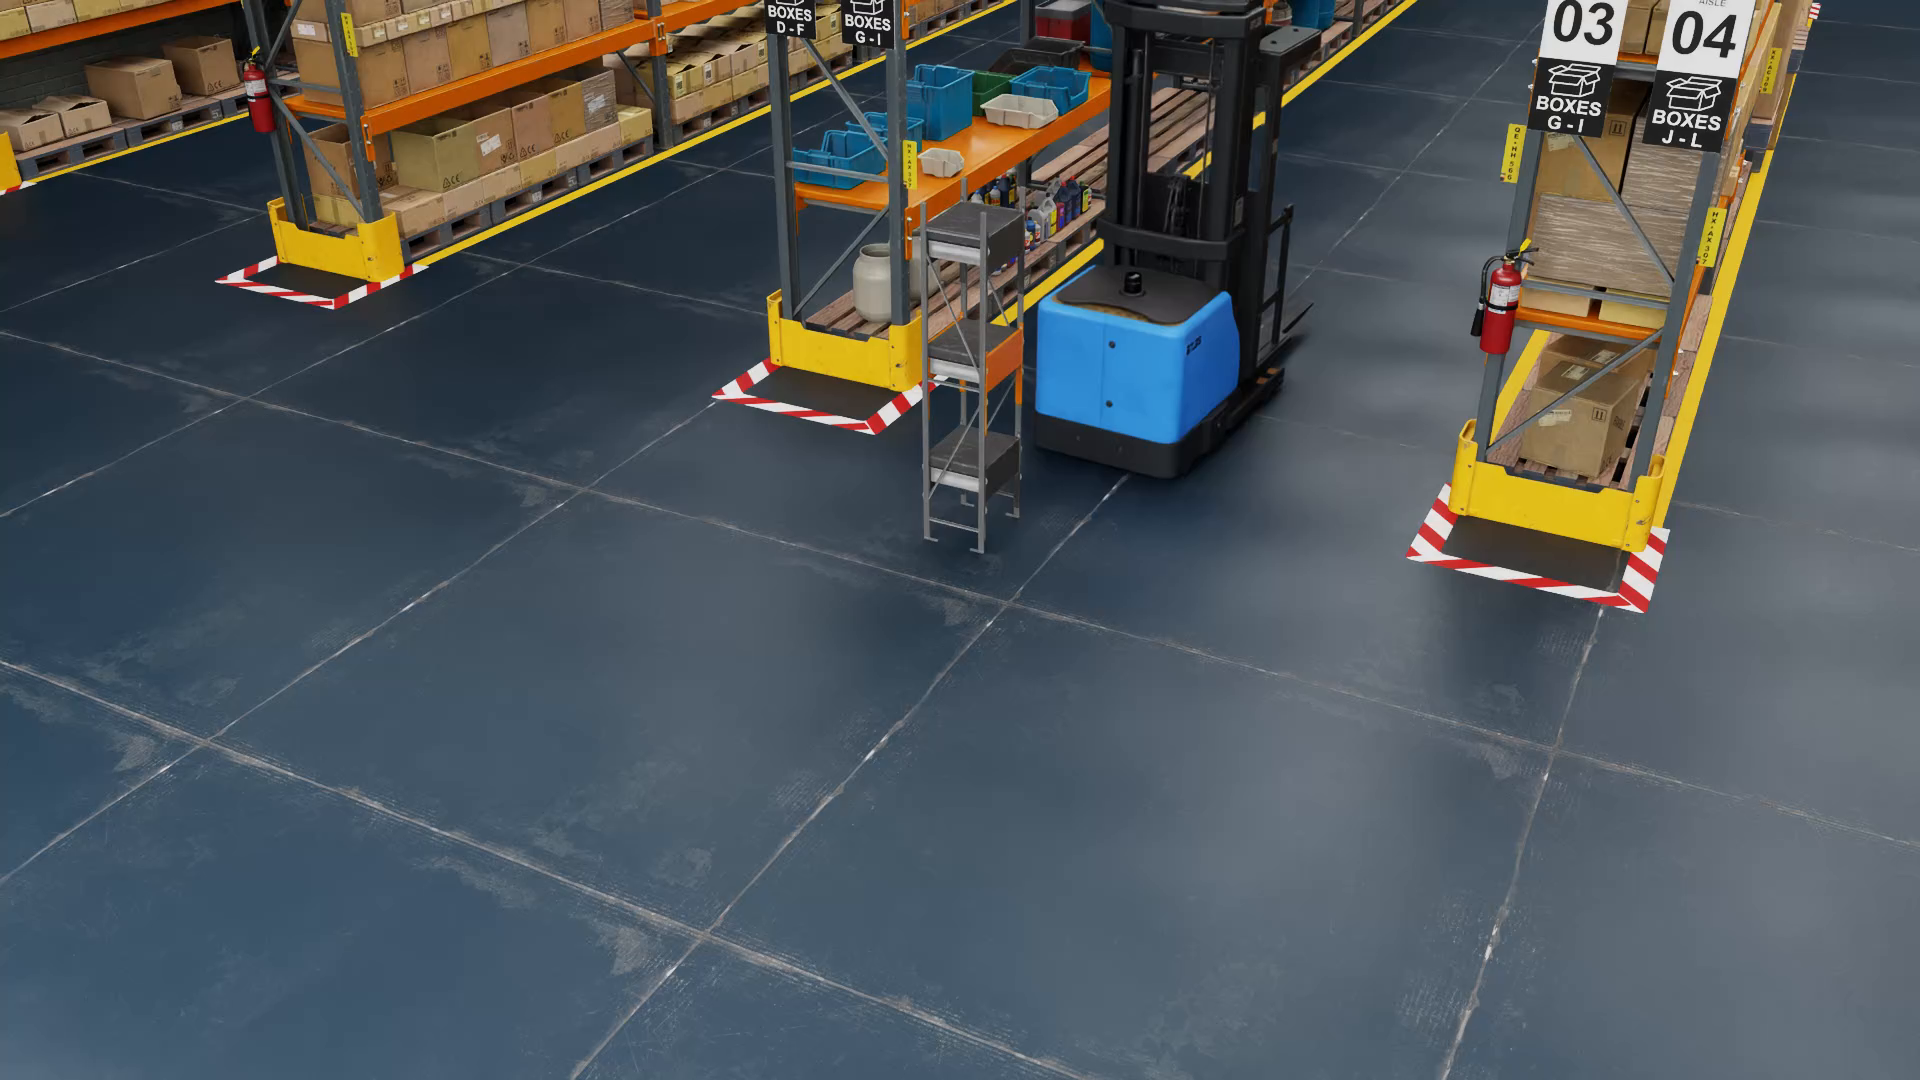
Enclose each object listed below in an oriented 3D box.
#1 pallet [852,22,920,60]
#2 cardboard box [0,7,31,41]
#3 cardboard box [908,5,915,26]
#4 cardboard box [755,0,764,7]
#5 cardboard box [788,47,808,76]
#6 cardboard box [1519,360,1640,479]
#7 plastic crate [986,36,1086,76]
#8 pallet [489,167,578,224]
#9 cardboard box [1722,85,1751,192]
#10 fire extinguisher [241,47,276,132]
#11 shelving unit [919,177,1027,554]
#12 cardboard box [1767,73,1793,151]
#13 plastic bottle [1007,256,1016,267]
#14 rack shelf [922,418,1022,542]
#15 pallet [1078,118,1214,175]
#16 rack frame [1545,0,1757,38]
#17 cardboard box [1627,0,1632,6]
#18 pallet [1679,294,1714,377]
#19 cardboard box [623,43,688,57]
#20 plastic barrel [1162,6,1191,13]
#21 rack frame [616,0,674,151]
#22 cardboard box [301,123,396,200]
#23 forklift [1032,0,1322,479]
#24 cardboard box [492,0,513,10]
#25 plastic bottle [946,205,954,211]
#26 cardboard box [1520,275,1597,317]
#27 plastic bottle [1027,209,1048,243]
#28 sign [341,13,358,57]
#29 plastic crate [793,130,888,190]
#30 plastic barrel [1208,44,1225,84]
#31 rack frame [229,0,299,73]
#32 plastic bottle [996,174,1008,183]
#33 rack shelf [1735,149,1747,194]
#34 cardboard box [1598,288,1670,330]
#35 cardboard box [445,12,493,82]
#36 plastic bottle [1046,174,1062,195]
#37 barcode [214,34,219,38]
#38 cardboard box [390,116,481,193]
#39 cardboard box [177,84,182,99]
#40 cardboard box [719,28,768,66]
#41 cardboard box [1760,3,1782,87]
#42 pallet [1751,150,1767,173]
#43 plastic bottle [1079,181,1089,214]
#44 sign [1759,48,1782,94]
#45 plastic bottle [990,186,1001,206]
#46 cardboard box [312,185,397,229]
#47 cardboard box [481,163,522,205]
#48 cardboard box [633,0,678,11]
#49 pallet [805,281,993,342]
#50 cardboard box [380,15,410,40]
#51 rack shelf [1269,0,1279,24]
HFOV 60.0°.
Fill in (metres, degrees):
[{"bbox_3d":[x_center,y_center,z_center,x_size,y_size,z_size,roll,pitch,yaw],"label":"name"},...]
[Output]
[{"bbox_3d":[-1.212,-6.299,20.797,1.003,0.211,1.213,14,33,23],"label":"pallet"},{"bbox_3d":[-9.136,-4.849,15.603,0.500,0.250,0.500,13,32,22],"label":"cardboard box"},{"bbox_3d":[-0.890,-6.663,20.699,0.500,0.500,0.500,13,32,22],"label":"cardboard box"},{"bbox_3d":[-2.086,-6.253,19.693,0.500,0.311,0.500,15,33,25],"label":"cardboard box"},{"bbox_3d":[-2.071,-5.435,18.832,0.500,0.250,0.500,15,33,24],"label":"cardboard box"},{"bbox_3d":[3.887,-0.761,10.442,0.500,0.500,0.500,21,36,32],"label":"cardboard box"},{"bbox_3d":[0.648,-4.057,14.155,0.767,0.338,0.504,14,33,23],"label":"plastic crate"},{"bbox_3d":[-4.362,-3.317,15.605,1.003,0.211,1.213,14,33,23],"label":"pallet"},{"bbox_3d":[4.314,-2.398,9.801,0.500,0.500,0.500,14,33,23],"label":"cardboard box"},{"bbox_3d":[-5.697,-3.658,13.477,0.296,0.674,0.183,14,33,23],"label":"fire extinguisher"},{"bbox_3d":[0.075,-0.984,9.645,0.431,2.100,0.503,14,33,23],"label":"shelving unit"},{"bbox_3d":[7.564,-4.498,16.574,1.225,0.875,0.875,13,32,21],"label":"cardboard box"},{"bbox_3d":[0.401,-2.356,13.416,0.061,0.283,0.133,15,33,24],"label":"plastic bottle"},{"bbox_3d":[0.075,-0.365,10.001,0.431,0.518,0.480,14,33,23],"label":"rack shelf"},{"bbox_3d":[1.878,-3.977,16.755,1.003,0.211,1.213,14,33,23],"label":"pallet"},{"bbox_3d":[3.587,-3.992,7.955,1.000,3.000,0.127,14,33,23],"label":"rack frame"},{"bbox_3d":[3.436,-2.992,8.977,0.380,0.149,0.250,14,33,23],"label":"cardboard box"},{"bbox_3d":[5.135,-1.648,12.699,1.003,0.211,1.213,14,33,23],"label":"pallet"},{"bbox_3d":[-3.247,-5.122,17.724,0.500,0.311,0.500,15,33,25],"label":"cardboard box"},{"bbox_3d":[1.965,-5.045,15.678,0.433,0.535,0.433,0,30,0],"label":"plastic barrel"},{"bbox_3d":[-3.408,-5.412,16.453,1.000,3.000,0.127,14,33,23],"label":"rack frame"},{"bbox_3d":[-5.250,-3.259,14.290,0.500,0.500,0.500,14,33,23],"label":"cardboard box"},{"bbox_3d":[1.664,-2.361,11.208,1.130,2.935,3.031,16,34,26],"label":"forklift"},{"bbox_3d":[-4.158,-4.770,14.583,0.380,0.149,0.250,15,33,24],"label":"cardboard box"},{"bbox_3d":[-0.101,-2.711,13.967,0.144,0.351,0.185,16,33,25],"label":"plastic bottle"},{"bbox_3d":[3.533,-1.454,9.813,0.380,0.149,0.250,14,33,23],"label":"cardboard box"},{"bbox_3d":[0.651,-2.646,13.930,0.152,0.276,0.135,15,33,24],"label":"plastic bottle"},{"bbox_3d":[-4.739,-3.920,12.906,0.100,0.325,0.005,14,33,23],"label":"sign"},{"bbox_3d":[-0.860,-2.739,11.947,0.499,0.251,0.616,14,33,23],"label":"plastic crate"},{"bbox_3d":[3.030,-5.522,18.401,0.600,0.830,0.708,14,33,23],"label":"plastic barrel"},{"bbox_3d":[-7.819,-6.534,18.407,1.000,3.000,0.127,14,33,23],"label":"rack frame"},{"bbox_3d":[0.342,-3.105,14.729,0.152,0.276,0.135,16,33,25],"label":"plastic bottle"},{"bbox_3d":[6.320,-3.738,14.260,1.077,0.370,4.000,14,33,23],"label":"rack shelf"},{"bbox_3d":[3.929,-1.353,9.637,0.380,0.149,0.250,14,33,23],"label":"cardboard box"},{"bbox_3d":[-4.540,-4.339,14.484,0.700,0.500,0.500,15,33,24],"label":"cardboard box"},{"bbox_3d":[0.835,-3.011,14.489,0.144,0.351,0.185,14,33,23],"label":"plastic bottle"},{"bbox_3d":[-8.279,-5.595,18.518,0.001,0.075,0.075,14,33,23],"label":"barcode"},{"bbox_3d":[-4.561,-3.363,14.471,0.500,0.500,0.500,14,33,23],"label":"cardboard box"},{"bbox_3d":[-8.566,-4.784,17.781,0.380,0.149,0.250,12,32,19],"label":"cardboard box"},{"bbox_3d":[-2.298,-5.454,18.301,0.500,0.311,0.500,15,33,25],"label":"cardboard box"},{"bbox_3d":[5.449,-3.507,11.733,0.500,0.500,0.500,14,33,23],"label":"cardboard box"},{"bbox_3d":[7.658,-4.060,16.898,1.003,0.211,1.213,14,33,23],"label":"pallet"},{"bbox_3d":[1.075,-3.012,14.558,0.061,0.283,0.133,16,34,26],"label":"plastic bottle"},{"bbox_3d":[5.896,-3.419,12.113,0.100,0.325,0.005,14,33,23],"label":"sign"},{"bbox_3d":[0.304,-2.939,14.444,0.097,0.271,0.097,0,30,0],"label":"plastic bottle"},{"bbox_3d":[-5.249,-2.933,14.476,0.500,0.250,0.500,14,33,23],"label":"cardboard box"},{"bbox_3d":[-4.335,-3.260,15.045,0.500,0.250,0.500,14,33,23],"label":"cardboard box"},{"bbox_3d":[-3.222,-5.575,16.888,0.500,0.250,0.500,17,34,26],"label":"cardboard box"},{"bbox_3d":[-0.454,-1.708,12.802,1.003,0.211,1.213,14,33,23],"label":"pallet"},{"bbox_3d":[-4.742,-4.206,13.601,0.380,0.149,0.250,13,32,22],"label":"cardboard box"},{"bbox_3d":[3.733,-6.635,19.304,1.077,0.370,4.000,14,33,23],"label":"rack shelf"}]
